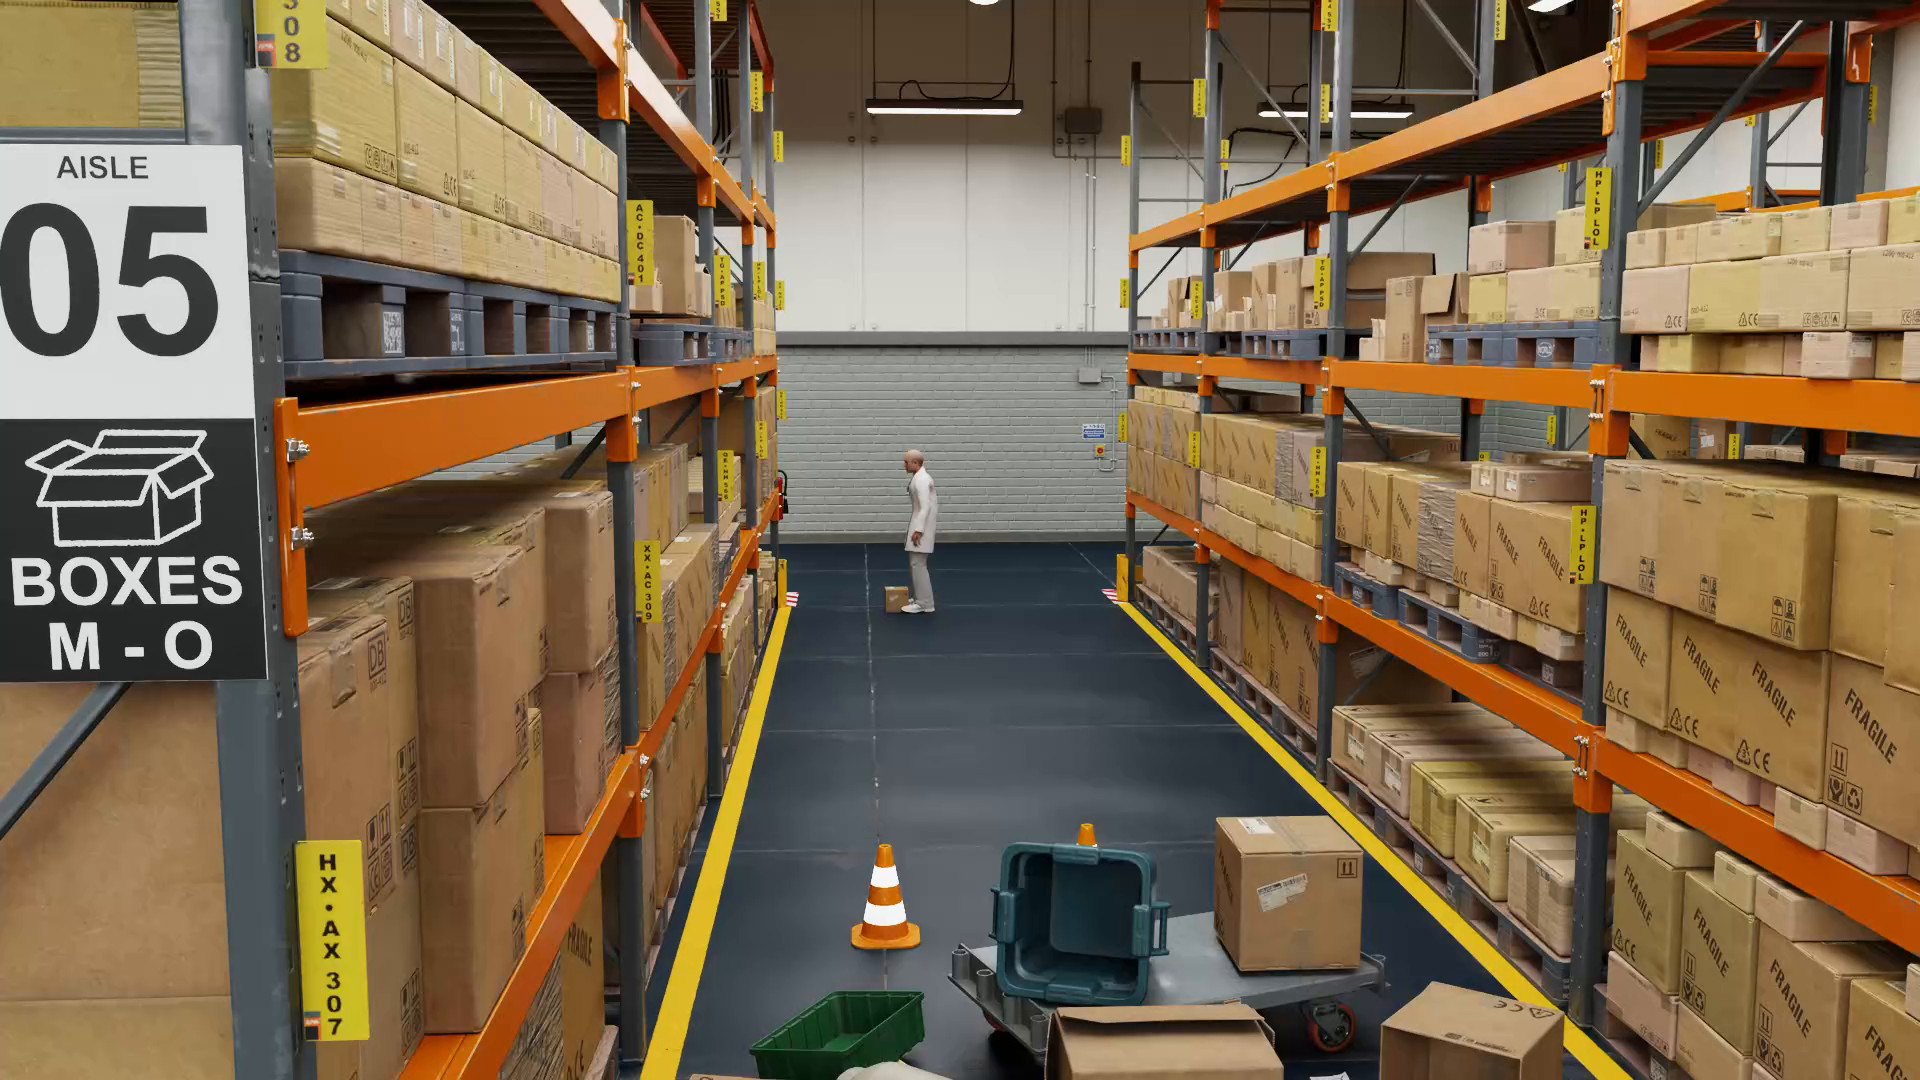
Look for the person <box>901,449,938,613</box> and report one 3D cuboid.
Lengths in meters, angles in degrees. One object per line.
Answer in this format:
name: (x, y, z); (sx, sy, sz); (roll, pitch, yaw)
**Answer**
person: (-5.861, 0.662, 11.670); (12.155, 1.774, 12.979); (0, 7, -4)
